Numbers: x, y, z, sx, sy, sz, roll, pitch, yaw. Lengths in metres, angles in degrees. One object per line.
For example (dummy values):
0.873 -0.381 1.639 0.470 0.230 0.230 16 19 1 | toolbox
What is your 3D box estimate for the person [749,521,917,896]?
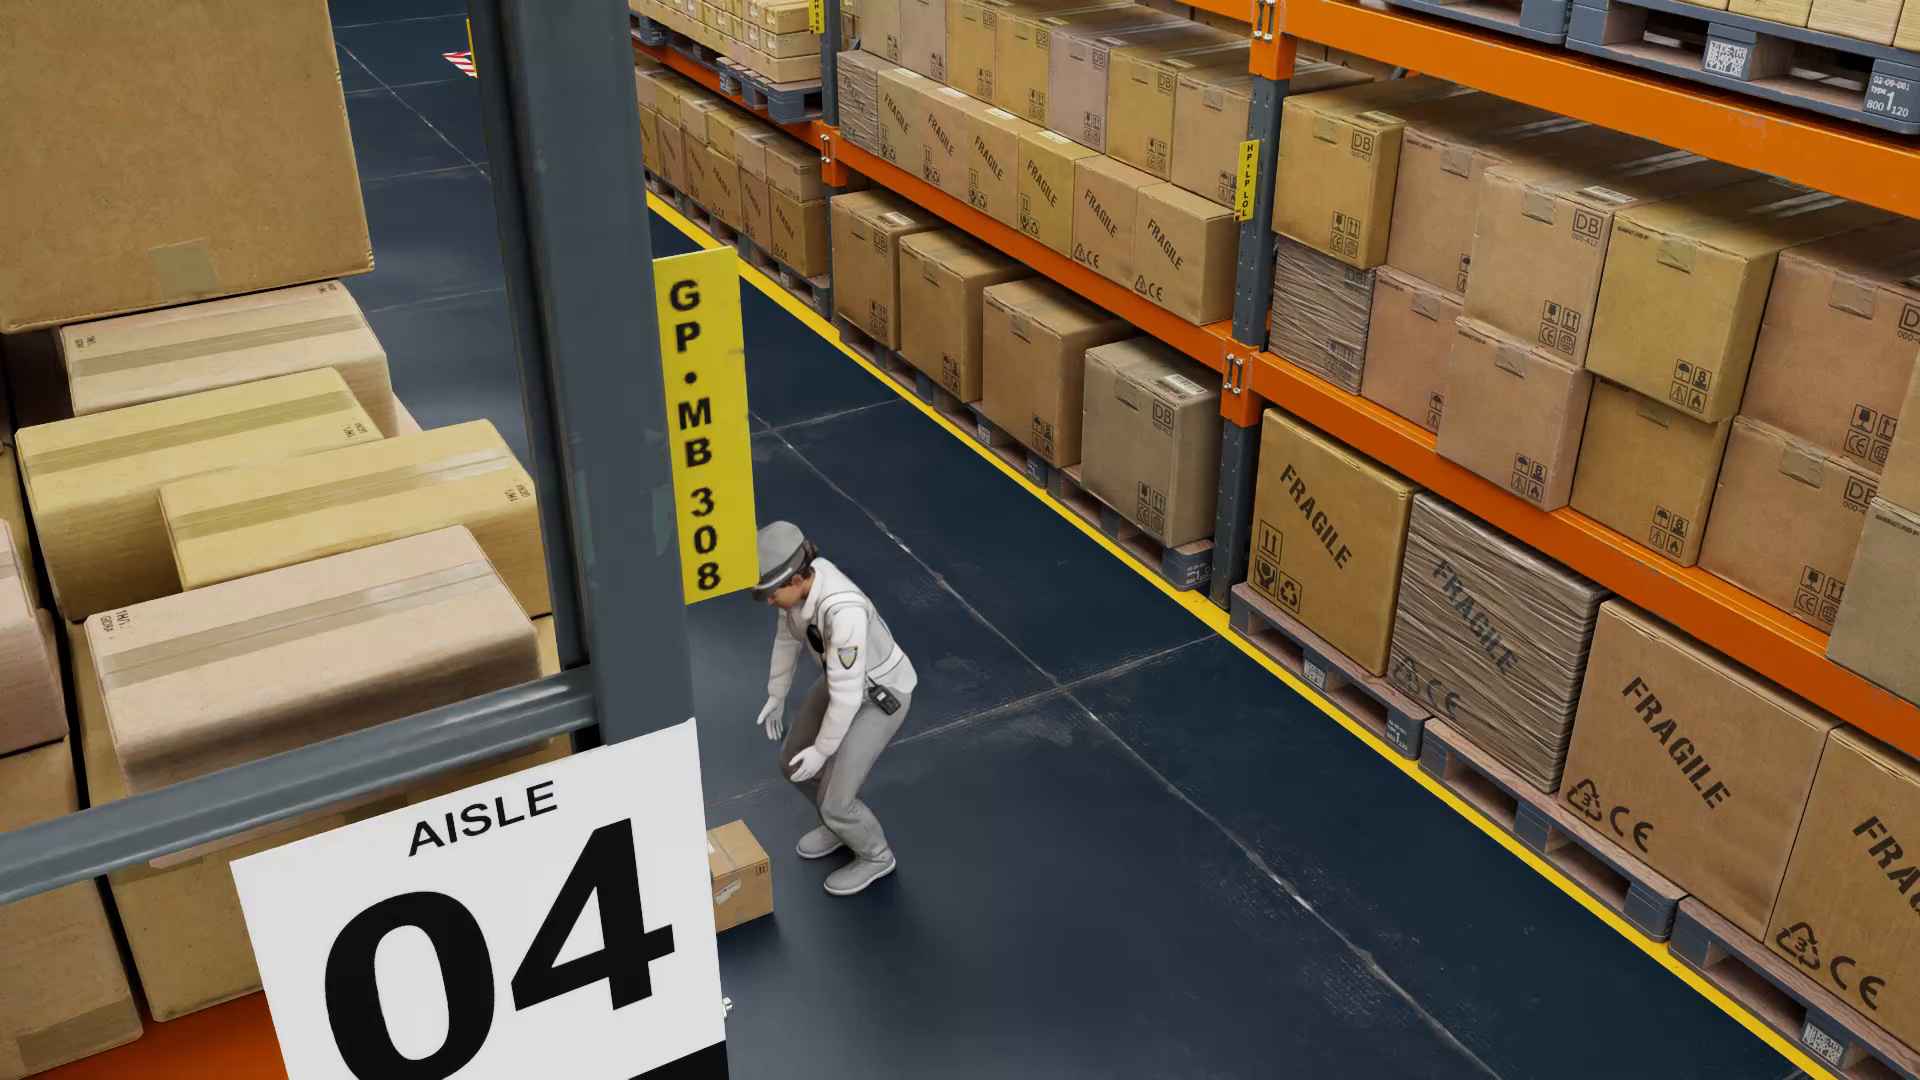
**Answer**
-0.452 0.579 5.790 0.634 1.479 0.531 -16 33 -26 | person
